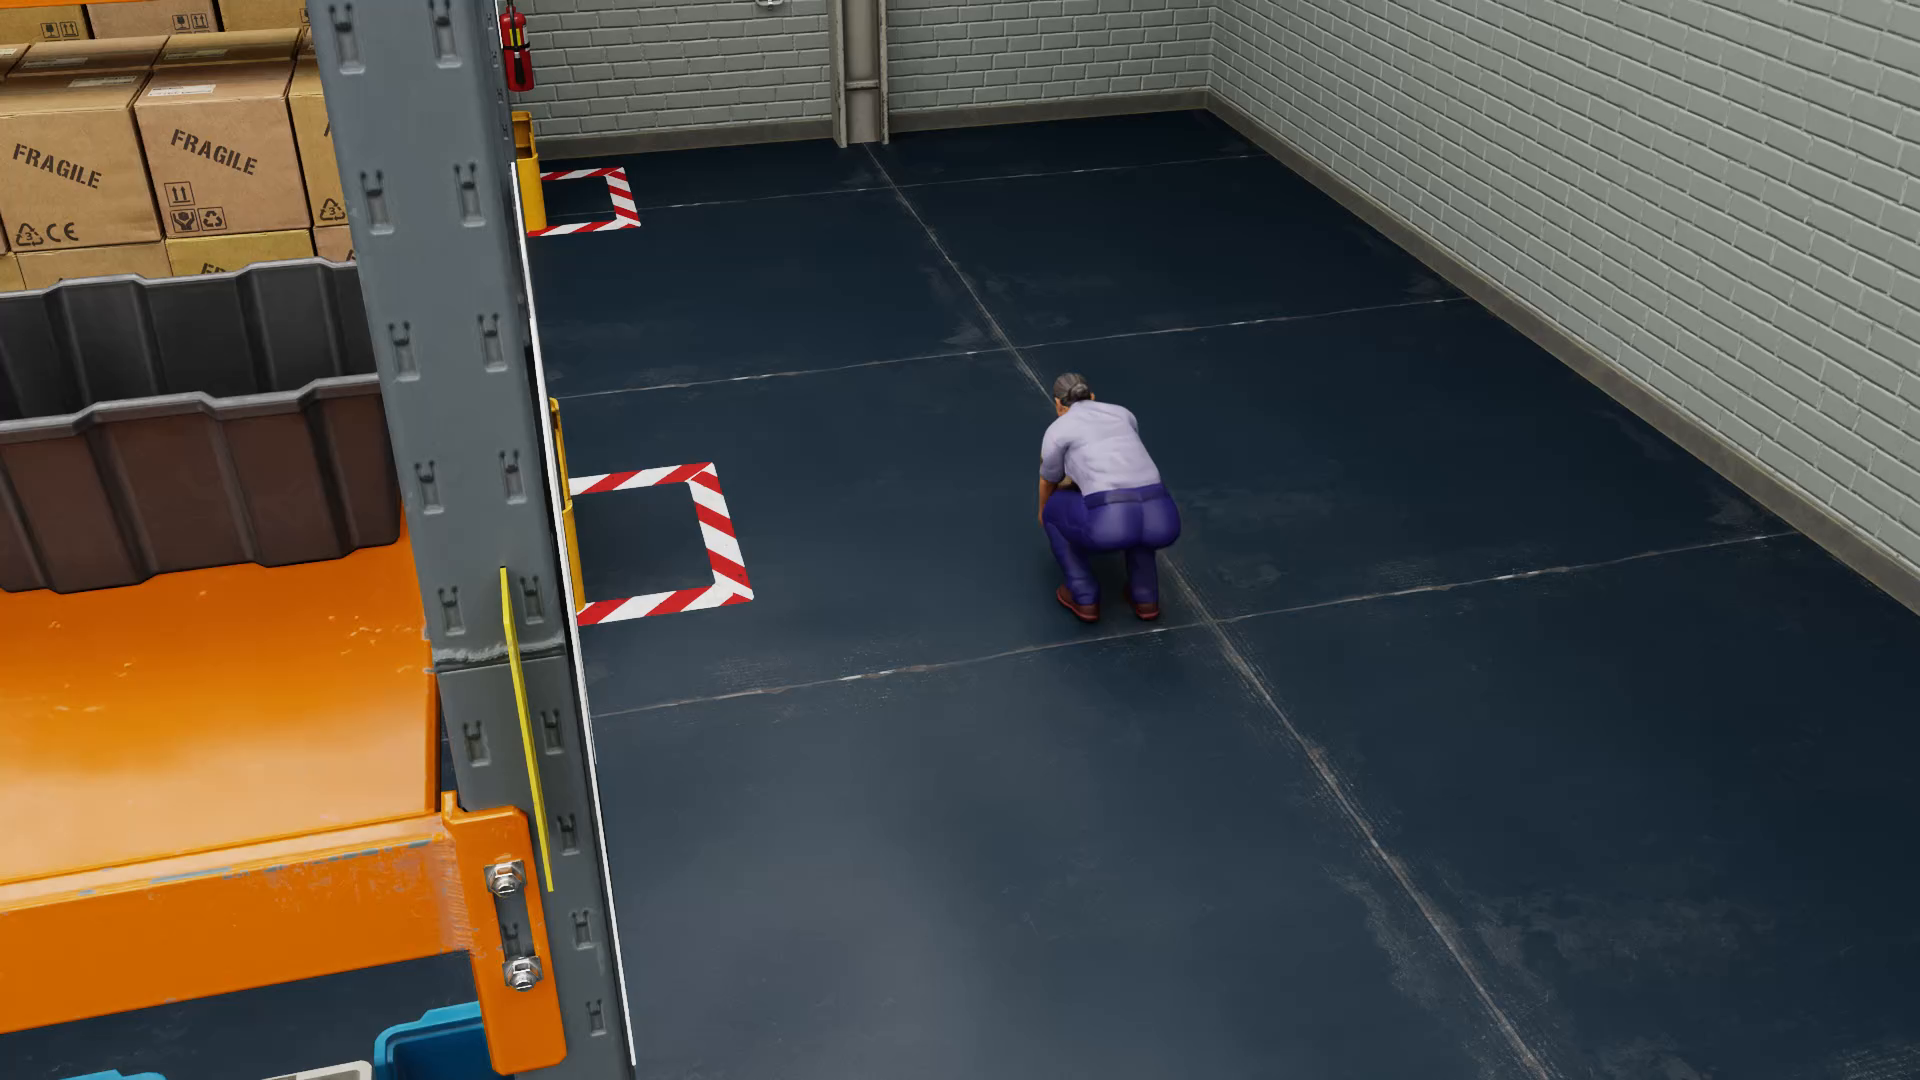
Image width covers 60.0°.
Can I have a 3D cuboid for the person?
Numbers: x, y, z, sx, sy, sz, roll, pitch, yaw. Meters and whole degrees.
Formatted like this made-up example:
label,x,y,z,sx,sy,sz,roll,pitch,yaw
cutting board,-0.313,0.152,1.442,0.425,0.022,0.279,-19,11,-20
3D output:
label,x,y,z,sx,sy,sz,roll,pitch,yaw
person,0.617,-0.161,7.130,0.501,0.939,0.857,-9,32,-15
